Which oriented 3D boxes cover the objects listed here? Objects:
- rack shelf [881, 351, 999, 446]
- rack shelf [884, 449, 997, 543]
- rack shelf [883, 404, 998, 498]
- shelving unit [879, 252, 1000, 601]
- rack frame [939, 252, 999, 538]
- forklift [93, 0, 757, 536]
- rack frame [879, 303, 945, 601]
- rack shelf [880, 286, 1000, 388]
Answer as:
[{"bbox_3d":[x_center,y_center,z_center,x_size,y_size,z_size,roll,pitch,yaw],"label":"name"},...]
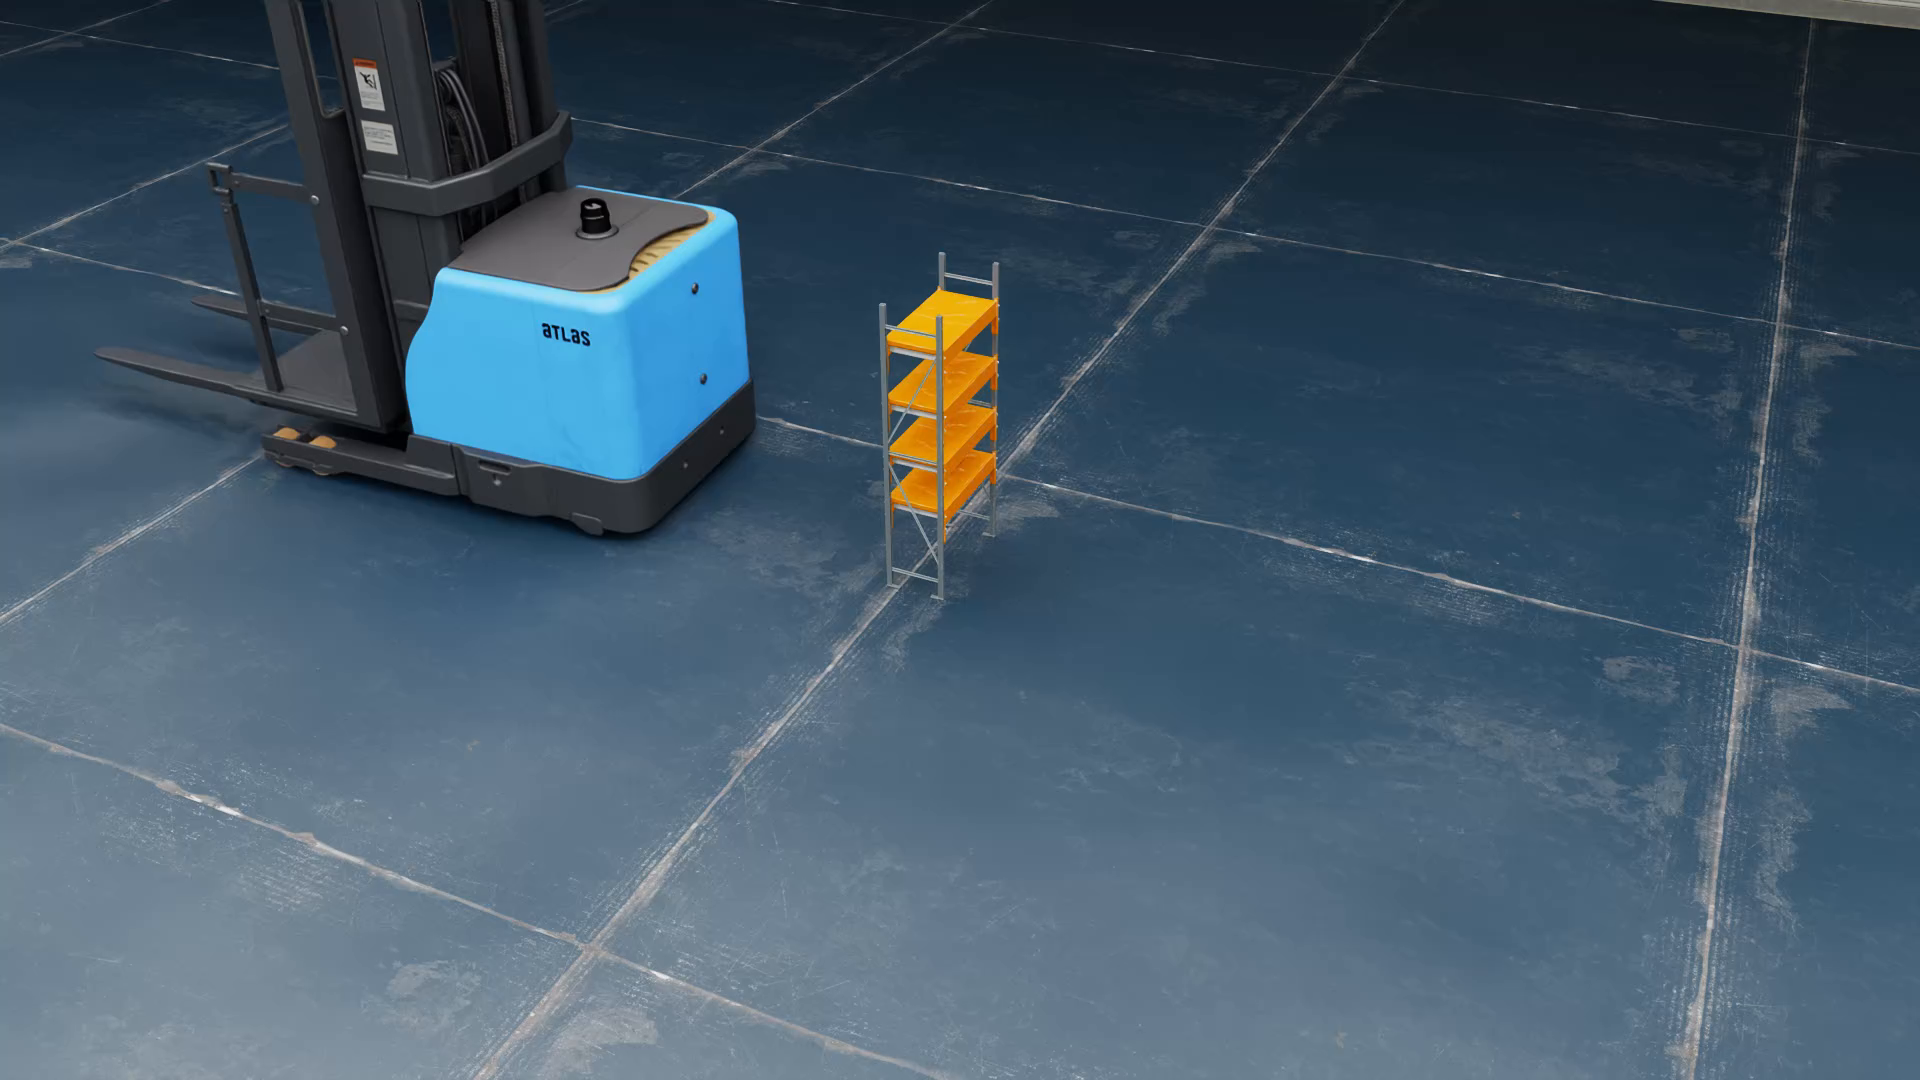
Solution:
[{"bbox_3d":[-0.069,-0.550,6.210,0.258,0.148,0.480,14,36,20],"label":"rack shelf"},{"bbox_3d":[-0.069,-0.197,6.441,0.258,0.148,0.480,14,36,20],"label":"rack shelf"},{"bbox_3d":[-0.069,-0.363,6.332,0.258,0.148,0.480,14,36,20],"label":"rack shelf"},{"bbox_3d":[-0.069,-0.419,6.295,0.258,1.200,0.503,14,36,20],"label":"shelving unit"},{"bbox_3d":[0.033,-0.541,6.481,0.240,1.200,0.015,14,36,20],"label":"rack frame"},{"bbox_3d":[-2.473,-1.756,6.756,3.031,2.935,1.130,13,35,19],"label":"forklift"},{"bbox_3d":[-0.171,-0.298,6.110,0.240,1.200,0.015,14,36,20],"label":"rack frame"},{"bbox_3d":[-0.069,-0.748,6.080,0.258,0.148,0.480,14,36,20],"label":"rack shelf"}]
